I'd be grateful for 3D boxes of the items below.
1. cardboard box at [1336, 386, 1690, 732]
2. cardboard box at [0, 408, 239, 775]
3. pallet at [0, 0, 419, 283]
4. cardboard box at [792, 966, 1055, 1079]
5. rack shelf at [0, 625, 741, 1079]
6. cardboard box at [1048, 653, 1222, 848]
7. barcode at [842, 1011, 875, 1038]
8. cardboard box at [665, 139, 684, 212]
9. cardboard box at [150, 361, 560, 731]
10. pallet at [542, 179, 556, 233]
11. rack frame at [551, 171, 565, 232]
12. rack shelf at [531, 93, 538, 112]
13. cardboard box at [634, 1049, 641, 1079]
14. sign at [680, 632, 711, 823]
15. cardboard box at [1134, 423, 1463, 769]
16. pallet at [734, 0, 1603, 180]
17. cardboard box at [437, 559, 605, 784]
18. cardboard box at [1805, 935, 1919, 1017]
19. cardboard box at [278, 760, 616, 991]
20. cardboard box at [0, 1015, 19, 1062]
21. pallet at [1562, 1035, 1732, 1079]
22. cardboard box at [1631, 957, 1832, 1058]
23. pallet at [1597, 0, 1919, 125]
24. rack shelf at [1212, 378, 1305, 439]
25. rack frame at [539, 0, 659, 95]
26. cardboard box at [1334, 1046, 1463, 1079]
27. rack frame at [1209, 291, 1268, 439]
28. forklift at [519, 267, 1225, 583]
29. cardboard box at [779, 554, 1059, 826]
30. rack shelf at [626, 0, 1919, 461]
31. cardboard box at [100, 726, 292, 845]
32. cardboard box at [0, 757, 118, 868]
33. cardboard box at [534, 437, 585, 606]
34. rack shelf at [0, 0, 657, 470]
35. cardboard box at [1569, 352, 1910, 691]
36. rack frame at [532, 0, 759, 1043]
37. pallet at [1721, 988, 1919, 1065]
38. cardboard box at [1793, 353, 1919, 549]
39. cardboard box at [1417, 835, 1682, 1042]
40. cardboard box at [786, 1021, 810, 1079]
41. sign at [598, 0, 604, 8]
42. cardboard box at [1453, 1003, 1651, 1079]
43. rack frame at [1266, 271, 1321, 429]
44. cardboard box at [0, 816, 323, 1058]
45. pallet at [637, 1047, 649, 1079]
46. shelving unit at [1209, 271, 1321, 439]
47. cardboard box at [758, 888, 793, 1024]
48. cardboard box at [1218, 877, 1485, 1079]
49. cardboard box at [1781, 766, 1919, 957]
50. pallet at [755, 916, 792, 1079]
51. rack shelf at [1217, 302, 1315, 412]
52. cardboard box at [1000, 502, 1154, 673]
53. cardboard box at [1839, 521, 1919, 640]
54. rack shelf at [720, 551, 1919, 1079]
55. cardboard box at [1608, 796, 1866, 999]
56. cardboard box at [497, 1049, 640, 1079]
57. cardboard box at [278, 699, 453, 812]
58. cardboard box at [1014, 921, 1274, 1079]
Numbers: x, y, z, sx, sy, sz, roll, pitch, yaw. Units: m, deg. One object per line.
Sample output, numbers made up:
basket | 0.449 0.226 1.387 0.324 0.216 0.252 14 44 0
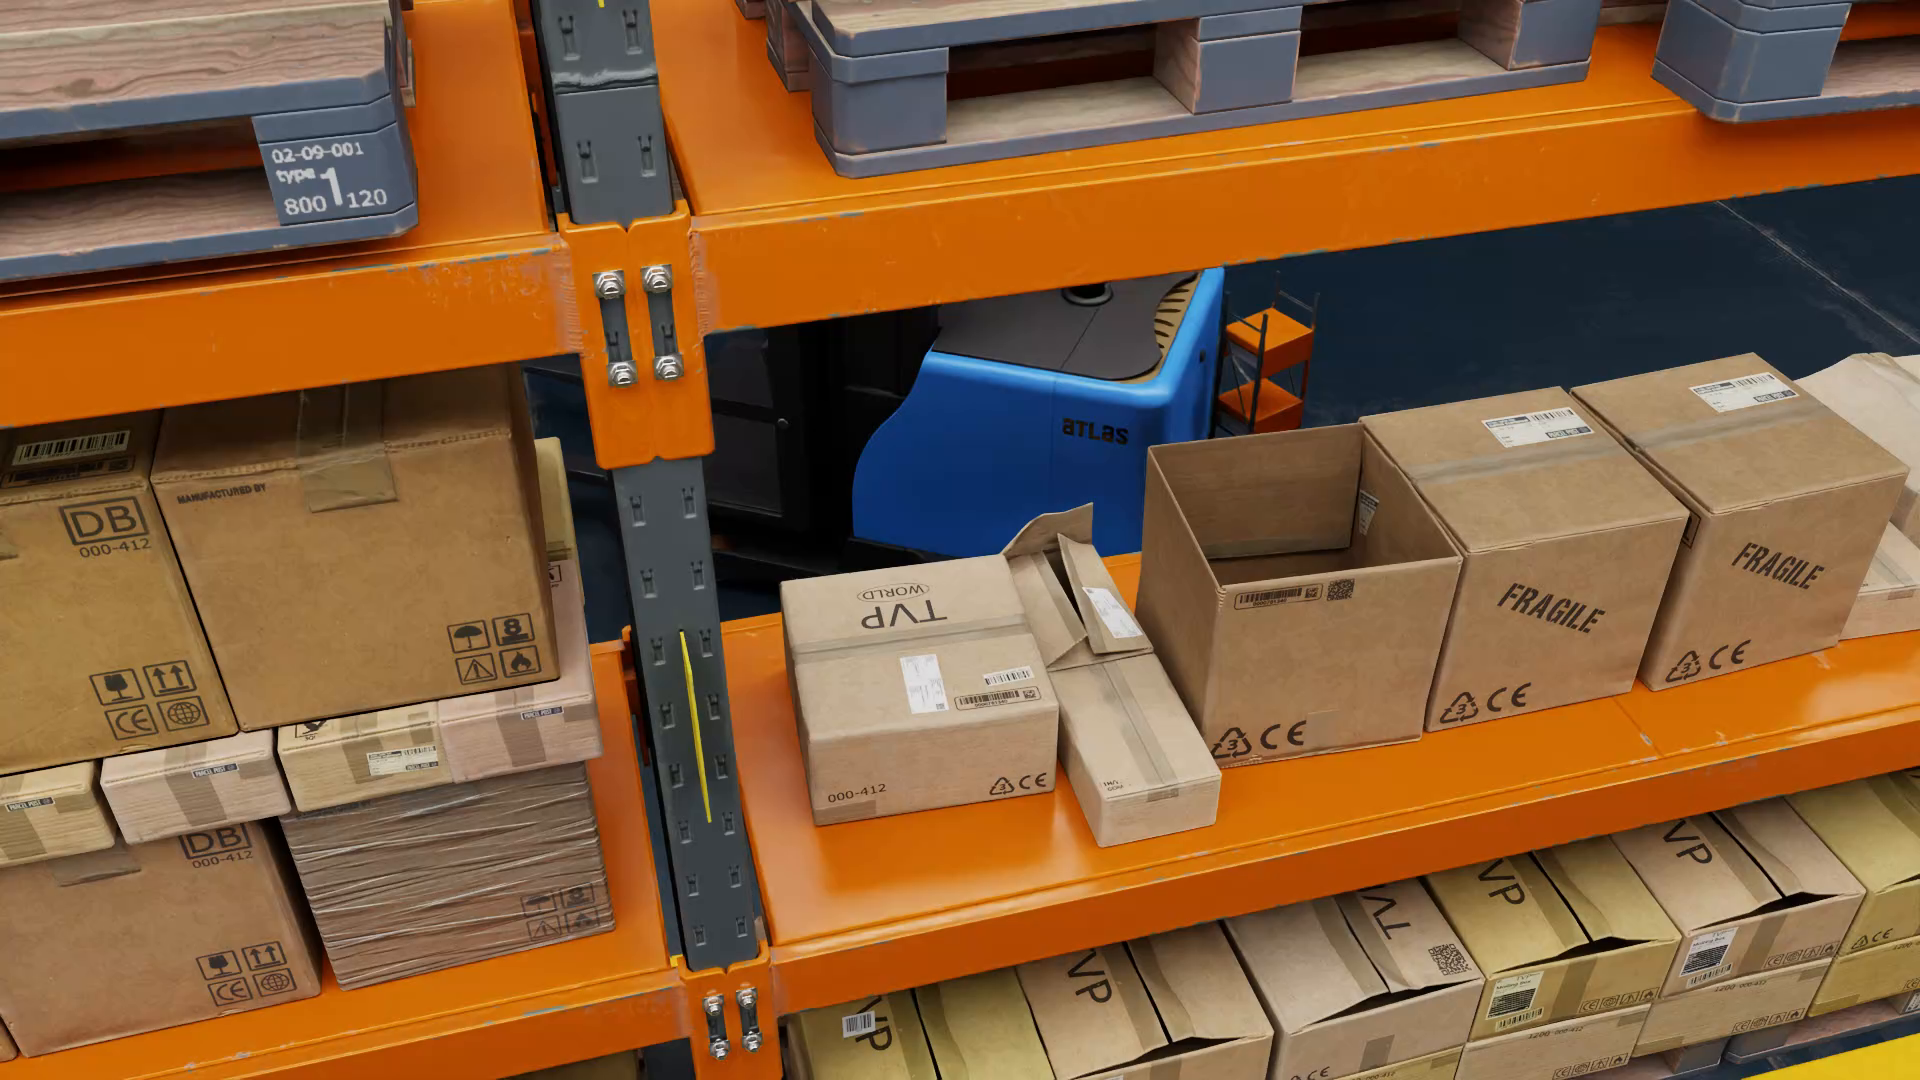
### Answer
cardboard box | 1.177 0.033 3.656 0.500 0.500 0.500 -9 38 -12
cardboard box | -1.475 -0.052 2.700 0.500 0.500 0.700 -9 38 -12
pallet | -1.378 -0.658 2.246 1.213 0.211 1.003 -9 38 -12
cardboard box | -0.097 1.131 3.759 0.500 0.311 0.500 -9 38 -12
rack shelf | -2.492 0.950 3.131 4.000 0.370 1.077 -9 38 -12
cardboard box | 0.348 0.427 3.430 0.250 0.149 0.380 -9 38 -12
barcode | -0.206 0.988 3.394 0.075 0.075 0.001 -9 38 -12
cardboard box | -1.150 -1.866 7.915 0.500 0.500 0.700 -8 38 -10
cardboard box | -0.988 -0.133 2.805 0.500 0.500 0.700 -9 38 -12
pallet | -2.495 -1.323 7.805 1.213 0.211 1.003 -9 38 -12
rack frame | -1.856 -2.557 7.124 0.127 3.000 1.000 -9 38 -12
rack shelf | -3.787 -1.955 6.929 4.000 0.370 1.077 -9 38 -12
cardboard box | -1.088 1.169 4.171 0.500 0.250 0.500 -9 38 -12
sign | -0.415 0.298 2.614 0.005 0.325 0.100 -9 38 -12
cardboard box | 0.693 0.112 3.552 0.500 0.500 0.500 -7 38 -9
pallet | 0.287 -0.915 2.666 1.217 0.209 0.805 -11 39 -14
cardboard box | -0.768 0.219 2.879 0.250 0.149 0.380 -9 38 -12
cardboard box | 2.359 0.950 4.457 0.500 0.250 0.500 -10 38 -12
cardboard box | -0.988 0.382 3.199 0.500 0.500 0.700 -10 39 -13
cardboard box | -1.981 0.547 2.984 0.500 0.500 0.700 -9 38 -11
pallet | 1.320 1.120 4.612 1.213 0.211 1.003 -9 38 -12
cardboard box | 1.873 1.027 4.355 0.500 0.250 0.500 -8 38 -11
pallet | 1.590 -1.063 2.858 1.213 0.211 1.003 -8 38 -10
rack shelf | 1.056 -0.410 5.939 0.240 0.259 0.215 -24 43 -28
rack frame | -0.561 -2.035 1.504 0.127 3.000 1.000 -9 38 -12
cardboard box | 0.886 1.191 4.142 0.500 0.250 0.500 -10 39 -13
rack frame | 0.958 -0.374 5.875 0.008 1.050 0.200 -24 43 -28
forklift | -0.641 -1.309 5.548 3.031 2.935 1.130 11 39 14
cardboard box | -0.097 0.304 3.508 0.500 0.250 0.500 -7 38 -9
rack shelf | 1.370 -0.875 3.048 4.000 0.370 1.077 -9 38 -12
cardboard box | -1.259 0.300 2.773 0.250 0.149 0.380 -10 39 -13
cardboard box | -1.513 0.342 2.718 0.250 0.149 0.380 -9 38 -12
cardboard box | -0.871 -0.021 3.192 0.250 0.149 0.380 -9 38 -12
rack shelf | -2.492 -0.241 2.220 4.000 0.370 1.077 -9 38 -12
cardboard box | 1.685 -0.050 3.765 0.500 0.500 0.500 -11 39 -14
rack frame | -0.561 0.348 3.327 0.127 3.000 1.000 -9 38 -12
pallet | 2.496 0.929 4.862 1.213 0.211 1.003 -9 38 -12
cardboard box | 2.386 -0.222 4.145 0.500 0.311 0.500 -10 38 -12
cardboard box | 1.387 0.887 4.078 0.500 0.311 0.500 -8 38 -11
cardboard box | -0.107 1.354 3.928 0.500 0.250 0.500 -10 39 -13
sign | -0.415 -0.755 1.809 0.005 0.325 0.100 -9 38 -12
cardboard box | 1.377 1.111 4.247 0.500 0.250 0.500 -9 38 -11
rack frame | 1.155 -0.462 5.989 0.008 1.050 0.200 -24 43 -28
cardboard box | -1.495 0.469 3.085 0.500 0.500 0.700 -10 38 -12
pallet | -1.340 1.557 4.041 1.213 0.211 1.003 -9 38 -12
shelving unit | 1.056 -0.418 5.932 0.252 1.050 0.215 -24 43 -28
cardboard box | -0.236 1.037 4.343 0.500 0.250 0.500 -10 38 -12
cardboard box | 0.887 0.972 3.966 0.500 0.311 0.500 -11 39 -13
cardboard box | 2.359 0.730 4.282 0.500 0.311 0.500 -10 39 -13
pallet | 0.140 1.316 4.356 1.213 0.211 1.003 -9 38 -12
rack shelf | 1.056 -0.635 5.766 0.240 0.259 0.215 -24 43 -28
cardboard box | 0.240 0.154 3.690 0.258 0.266 0.396 -10 39 -13
cardboard box | 2.084 0.049 3.924 0.250 0.149 0.380 -7 38 -9
rack shelf | 1.370 0.317 3.959 4.000 0.370 1.077 -9 38 -12
cardboard box | 1.871 0.809 4.180 0.500 0.311 0.500 -10 38 -12
cardboard box | -0.952 1.475 3.771 0.500 0.250 0.500 -9 38 -12
cardboard box | -1.007 0.257 2.829 0.250 0.149 0.380 -10 39 -13
cardboard box | 0.387 1.055 3.858 0.500 0.311 0.500 -10 38 -12
